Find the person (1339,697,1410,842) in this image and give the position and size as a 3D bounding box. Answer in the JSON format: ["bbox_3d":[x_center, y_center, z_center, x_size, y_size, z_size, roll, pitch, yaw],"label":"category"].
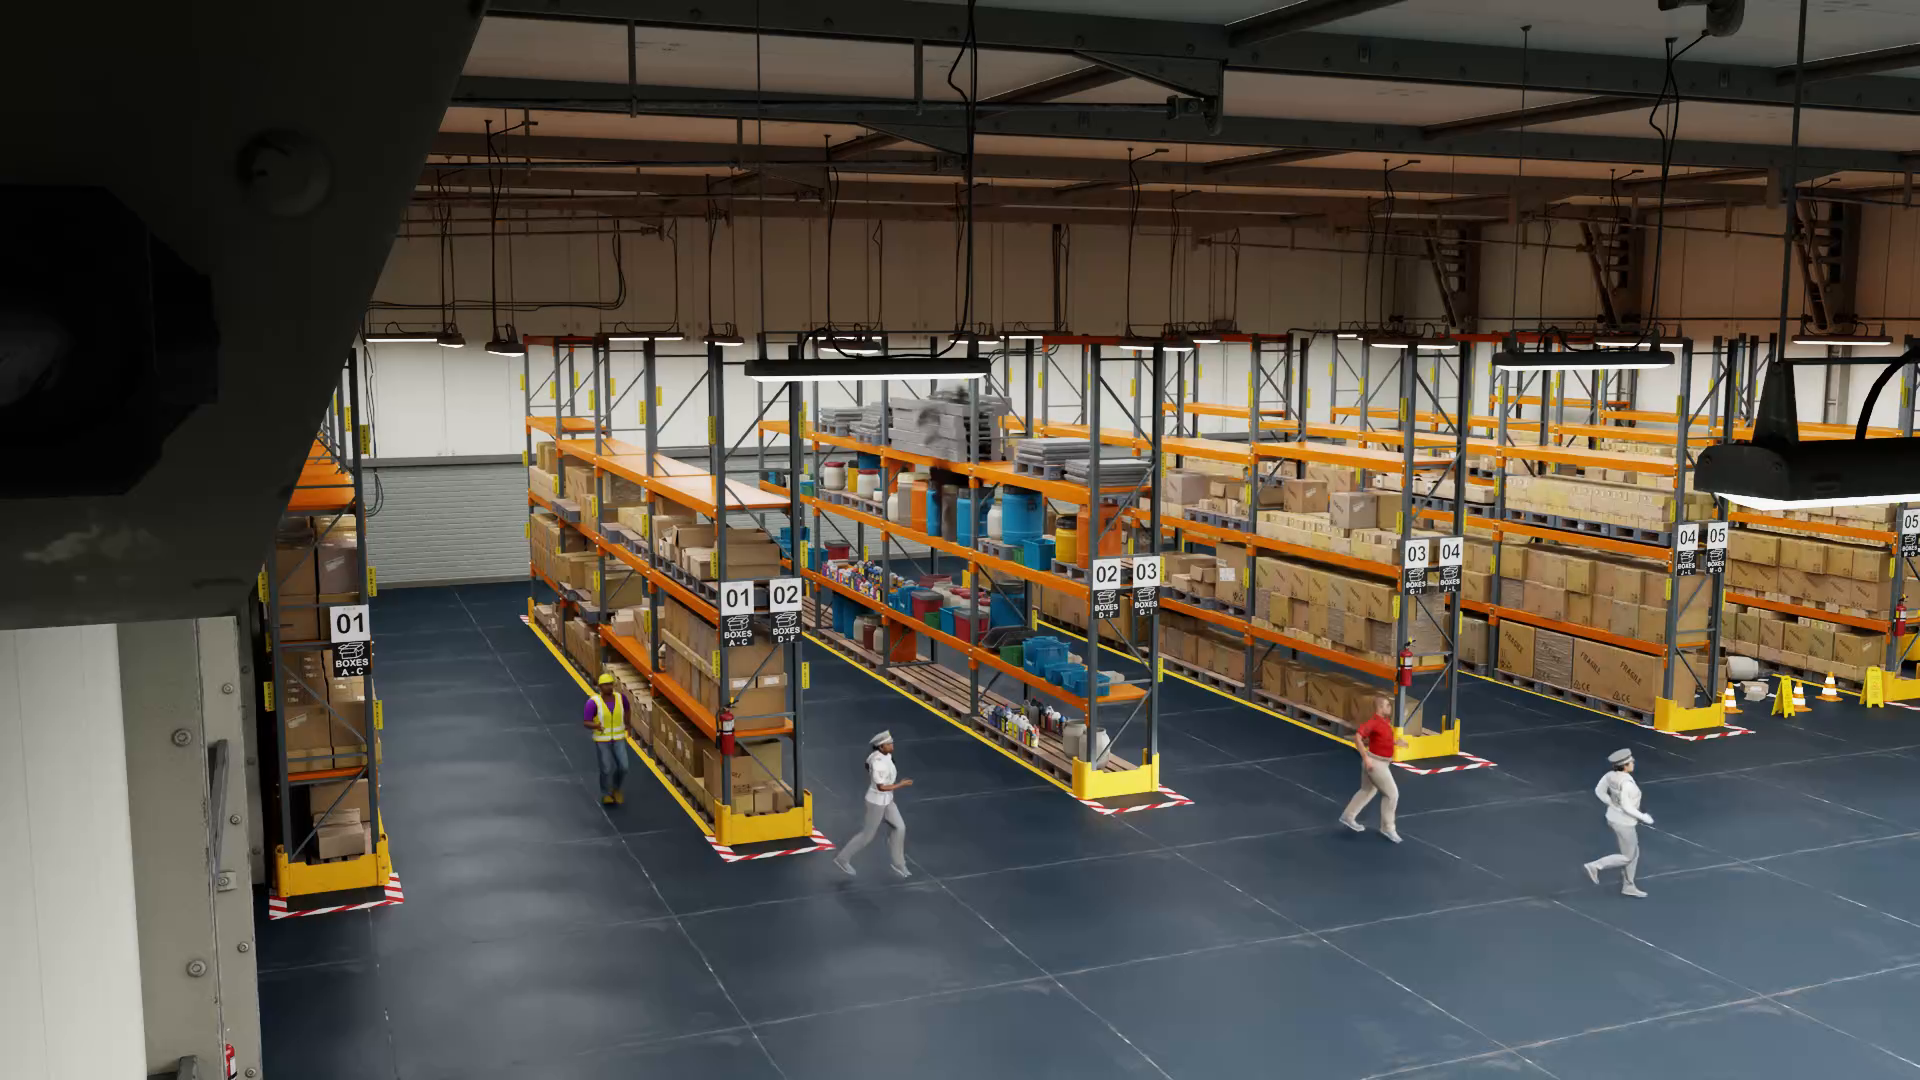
[{"bbox_3d":[5.084,2.794,20.356,0.797,1.787,0.645,2,8,13],"label":"person"}]

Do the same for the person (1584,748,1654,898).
[{"bbox_3d":[7.206,3.105,18.239,0.747,1.682,0.617,0,8,-2],"label":"person"}]

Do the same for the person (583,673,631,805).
[{"bbox_3d":[-4.524,2.605,21.576,0.680,1.750,0.626,-4,9,-27],"label":"person"}]

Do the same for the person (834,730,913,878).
[{"bbox_3d":[-0.967,3.000,18.872,0.896,1.747,0.588,1,8,9],"label":"person"}]

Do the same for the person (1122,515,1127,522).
[{"bbox_3d":[3.760,0.246,39.452,0.843,1.710,0.645,-1,8,-10],"label":"person"}]
